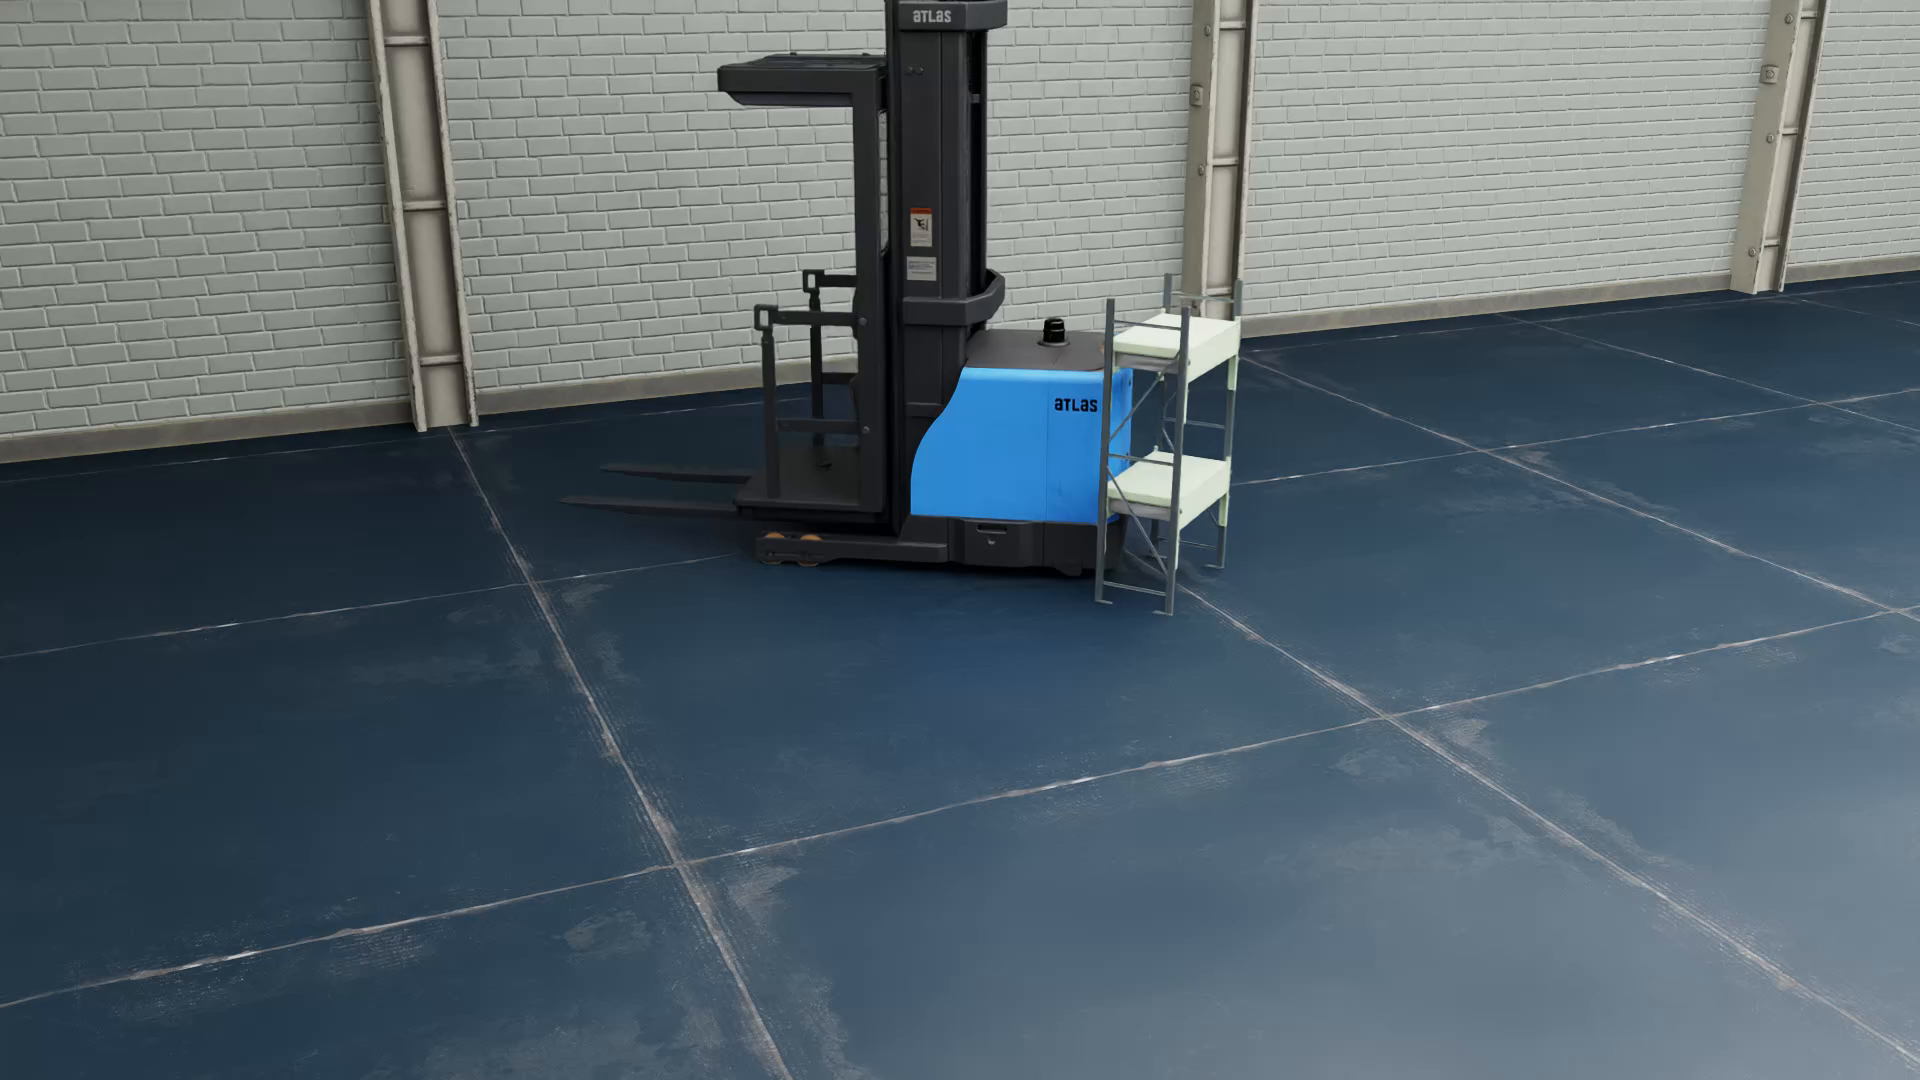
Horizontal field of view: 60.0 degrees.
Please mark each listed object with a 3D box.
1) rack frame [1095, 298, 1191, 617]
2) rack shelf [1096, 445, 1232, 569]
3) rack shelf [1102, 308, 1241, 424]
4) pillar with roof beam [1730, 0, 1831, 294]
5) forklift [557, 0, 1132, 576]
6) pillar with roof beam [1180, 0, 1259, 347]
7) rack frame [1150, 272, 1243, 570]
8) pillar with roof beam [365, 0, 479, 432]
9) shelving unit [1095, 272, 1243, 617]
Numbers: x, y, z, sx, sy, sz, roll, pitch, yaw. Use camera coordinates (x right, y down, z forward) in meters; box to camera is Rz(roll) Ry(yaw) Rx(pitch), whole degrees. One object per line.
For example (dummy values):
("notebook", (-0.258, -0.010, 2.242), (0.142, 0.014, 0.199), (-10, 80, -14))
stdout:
("rack frame", (0.849, -0.374, 7.817), (0.400, 1.500, 0.023), (11, 22, 26))
("rack shelf", (1.016, -0.174, 8.232), (0.431, 0.370, 0.720), (11, 22, 26))
("rack shelf", (1.023, -0.849, 7.991), (0.431, 0.370, 0.720), (11, 22, 26))
("pillar with roof beam", (9.238, -5.302, 10.532), (0.400, 9.000, 9.100), (-8, 21, -22))
("forklift", (-0.620, -1.410, 8.613), (3.031, 2.935, 1.130), (3, 20, 8))
("pillar with roof beam", (3.728, -4.513, 8.290), (0.400, 9.000, 9.100), (-8, 21, -22))
("rack frame", (1.190, -0.589, 8.428), (0.400, 1.500, 0.023), (11, 22, 26))
("pillar with roof beam", (-1.781, -3.724, 6.048), (0.400, 9.000, 9.100), (-8, 21, -22))
("shelving unit", (1.019, -0.481, 8.122), (0.431, 1.500, 0.755), (11, 22, 26))
